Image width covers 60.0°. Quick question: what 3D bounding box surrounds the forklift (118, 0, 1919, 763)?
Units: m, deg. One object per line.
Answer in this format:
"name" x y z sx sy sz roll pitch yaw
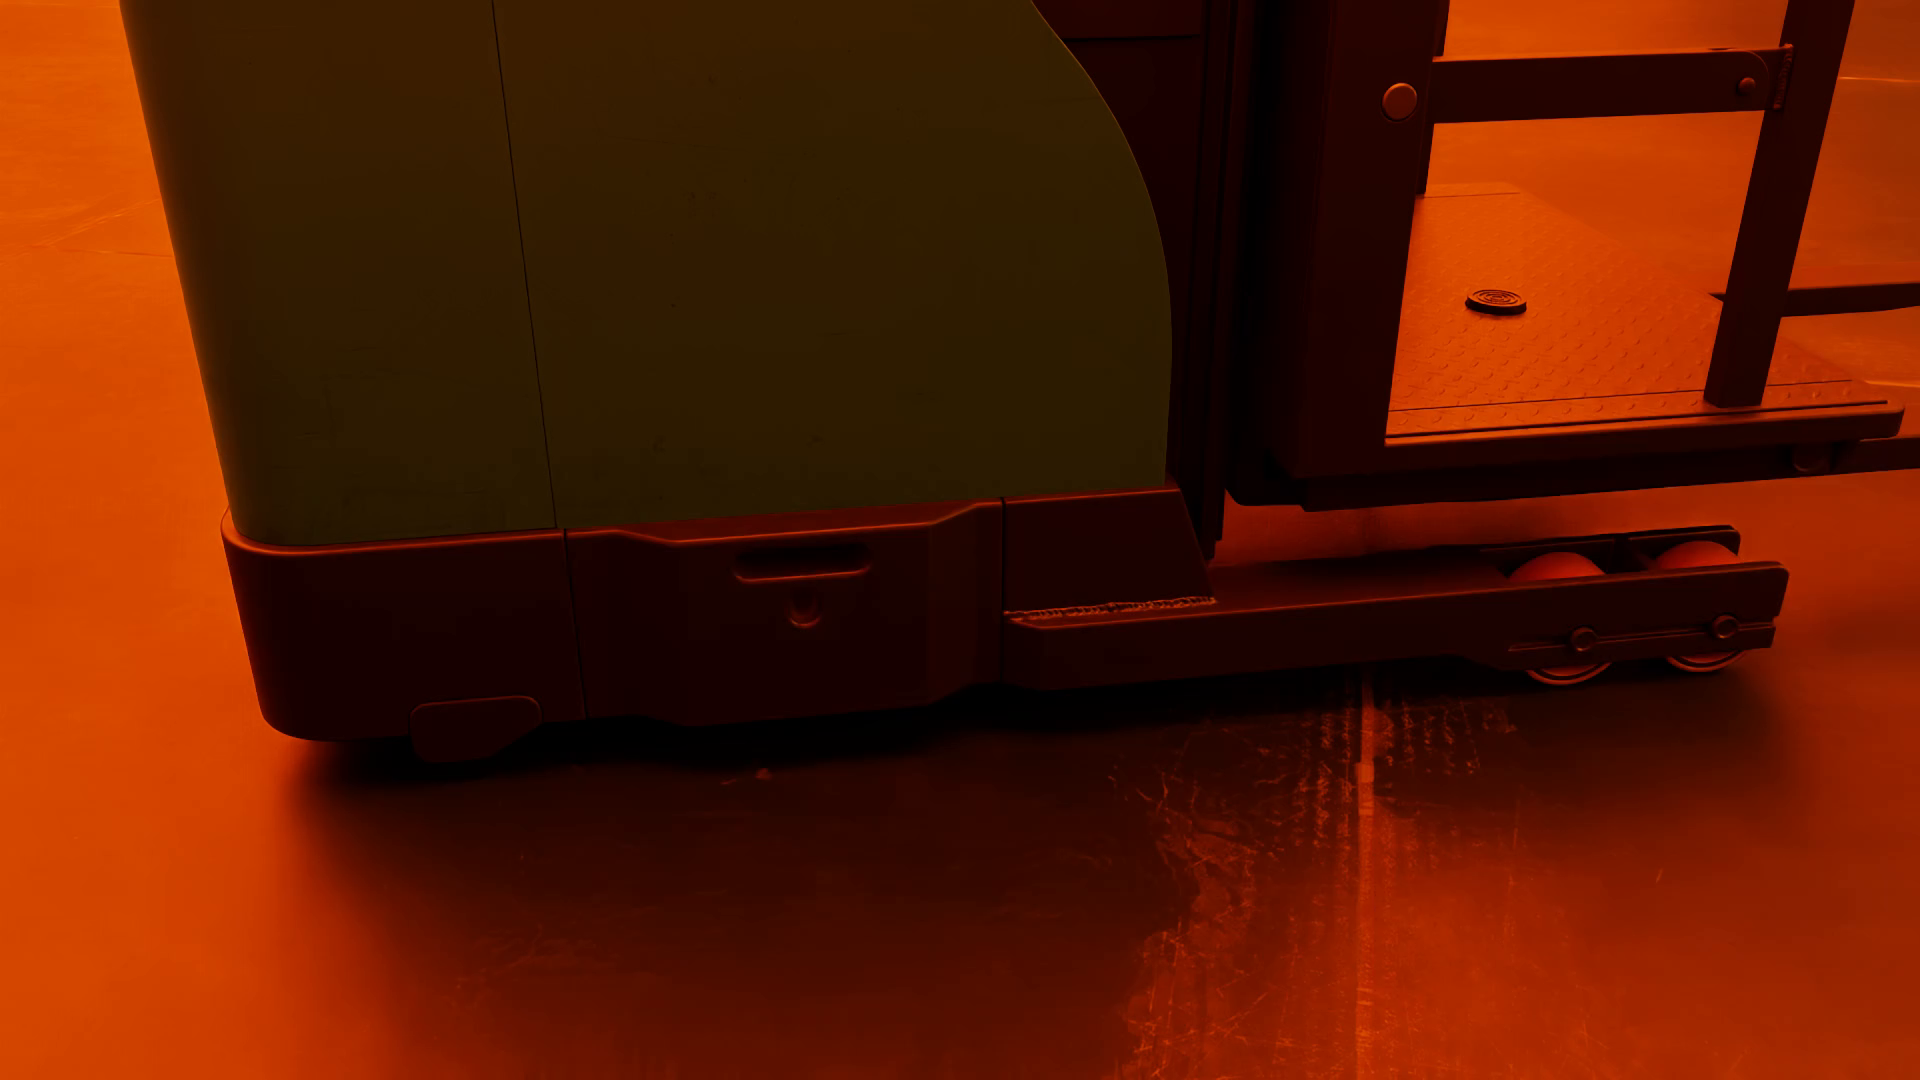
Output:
"forklift" 0.600 -1.354 1.930 3.031 2.935 1.130 -4 27 -9
